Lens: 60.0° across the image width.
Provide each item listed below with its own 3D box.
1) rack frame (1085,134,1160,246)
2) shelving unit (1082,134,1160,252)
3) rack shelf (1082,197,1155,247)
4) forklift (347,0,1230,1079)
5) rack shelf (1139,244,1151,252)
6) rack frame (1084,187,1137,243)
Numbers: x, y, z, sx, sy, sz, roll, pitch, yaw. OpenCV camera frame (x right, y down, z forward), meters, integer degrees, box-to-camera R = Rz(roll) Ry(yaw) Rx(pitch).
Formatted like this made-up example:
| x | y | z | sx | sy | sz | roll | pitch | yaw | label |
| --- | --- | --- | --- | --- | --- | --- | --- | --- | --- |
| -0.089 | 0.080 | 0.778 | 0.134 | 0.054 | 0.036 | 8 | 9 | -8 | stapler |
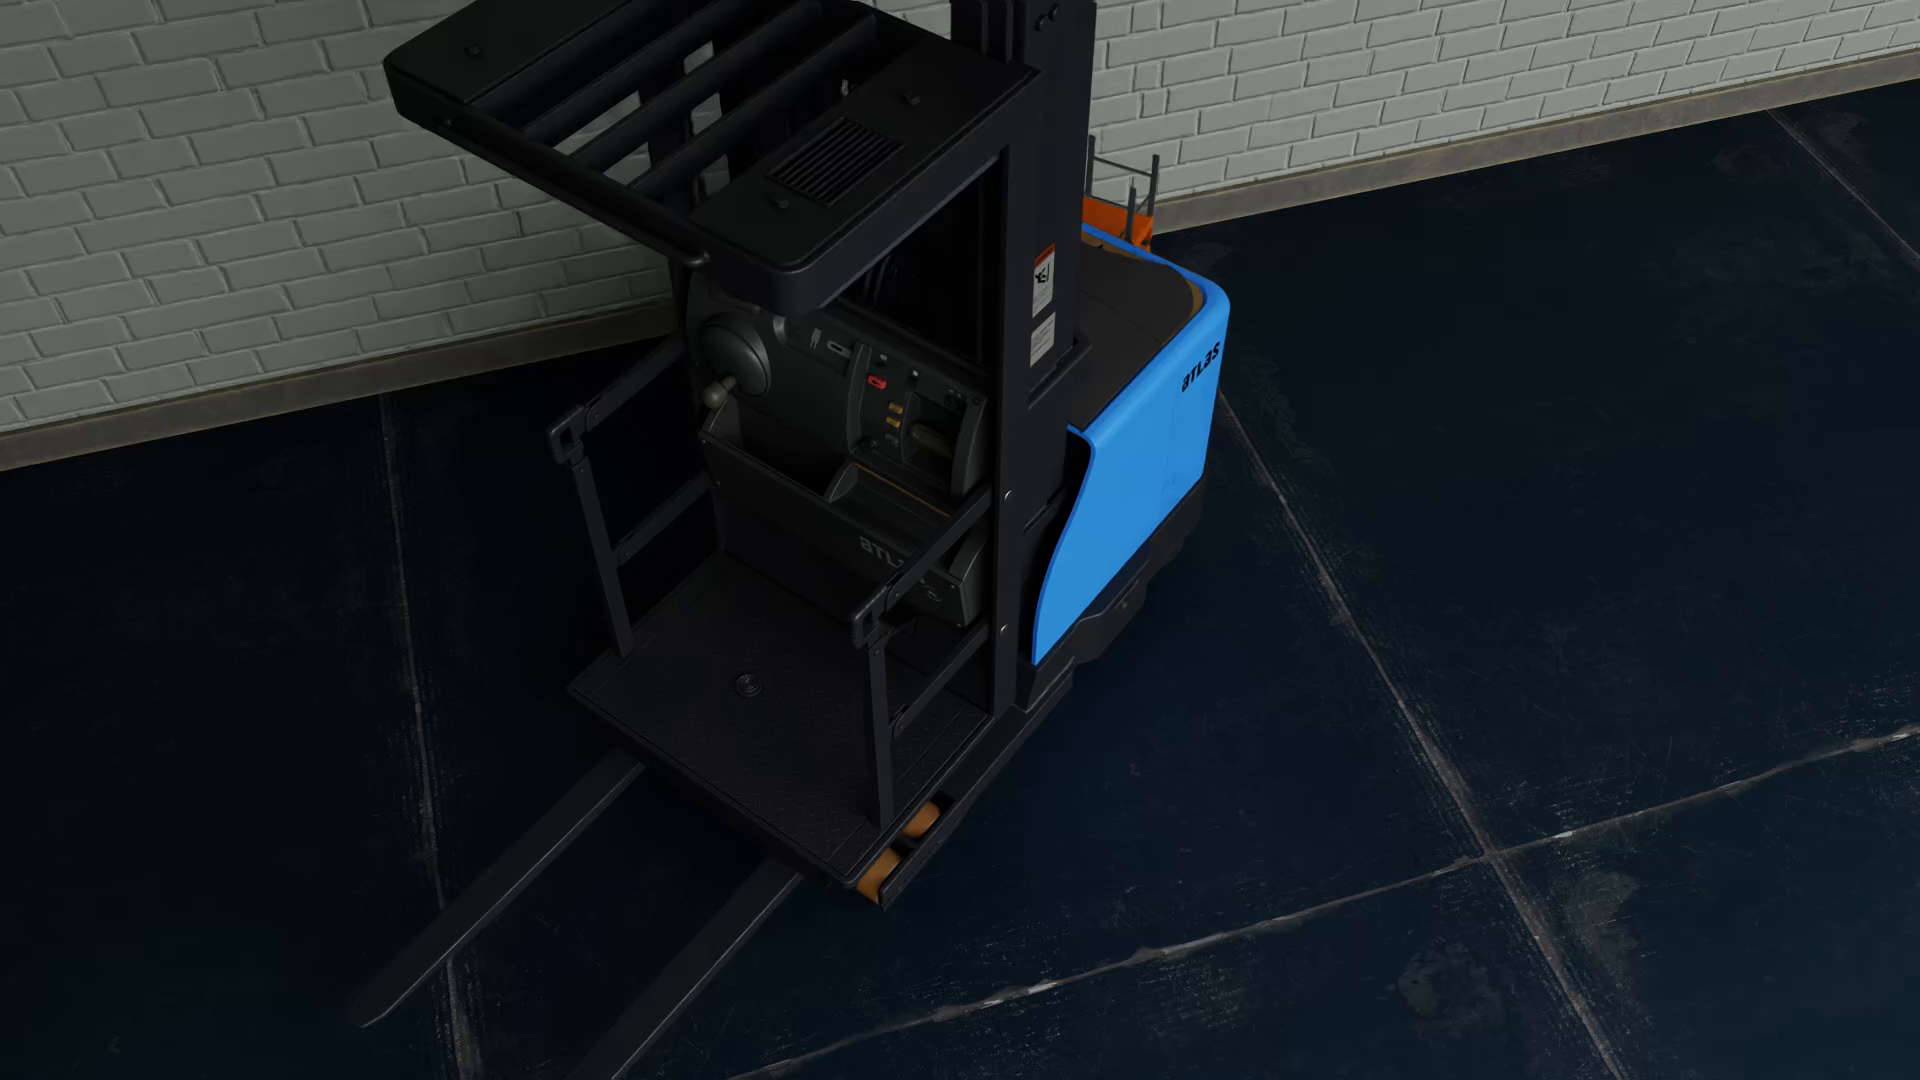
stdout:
| x | y | z | sx | sy | sz | roll | pitch | yaw | label |
| --- | --- | --- | --- | --- | --- | --- | --- | --- | --- |
| 0.516 | -0.854 | 5.685 | 0.240 | 1.200 | 0.006 | 21 | 53 | 17 | rack frame |
| 0.474 | -0.792 | 5.632 | 0.258 | 1.200 | 0.189 | 21 | 53 | 17 | shelving unit |
| 0.475 | -0.995 | 5.391 | 0.258 | 0.103 | 0.180 | 21 | 53 | 17 | rack shelf |
| -0.453 | -0.318 | 4.101 | 1.130 | 2.935 | 3.031 | 30 | 56 | 23 | forklift |
| 0.475 | -0.918 | 5.483 | 0.258 | 0.103 | 0.180 | 21 | 53 | 17 | rack shelf |
| 0.433 | -0.729 | 5.580 | 0.240 | 1.200 | 0.006 | 21 | 53 | 17 | rack frame |
